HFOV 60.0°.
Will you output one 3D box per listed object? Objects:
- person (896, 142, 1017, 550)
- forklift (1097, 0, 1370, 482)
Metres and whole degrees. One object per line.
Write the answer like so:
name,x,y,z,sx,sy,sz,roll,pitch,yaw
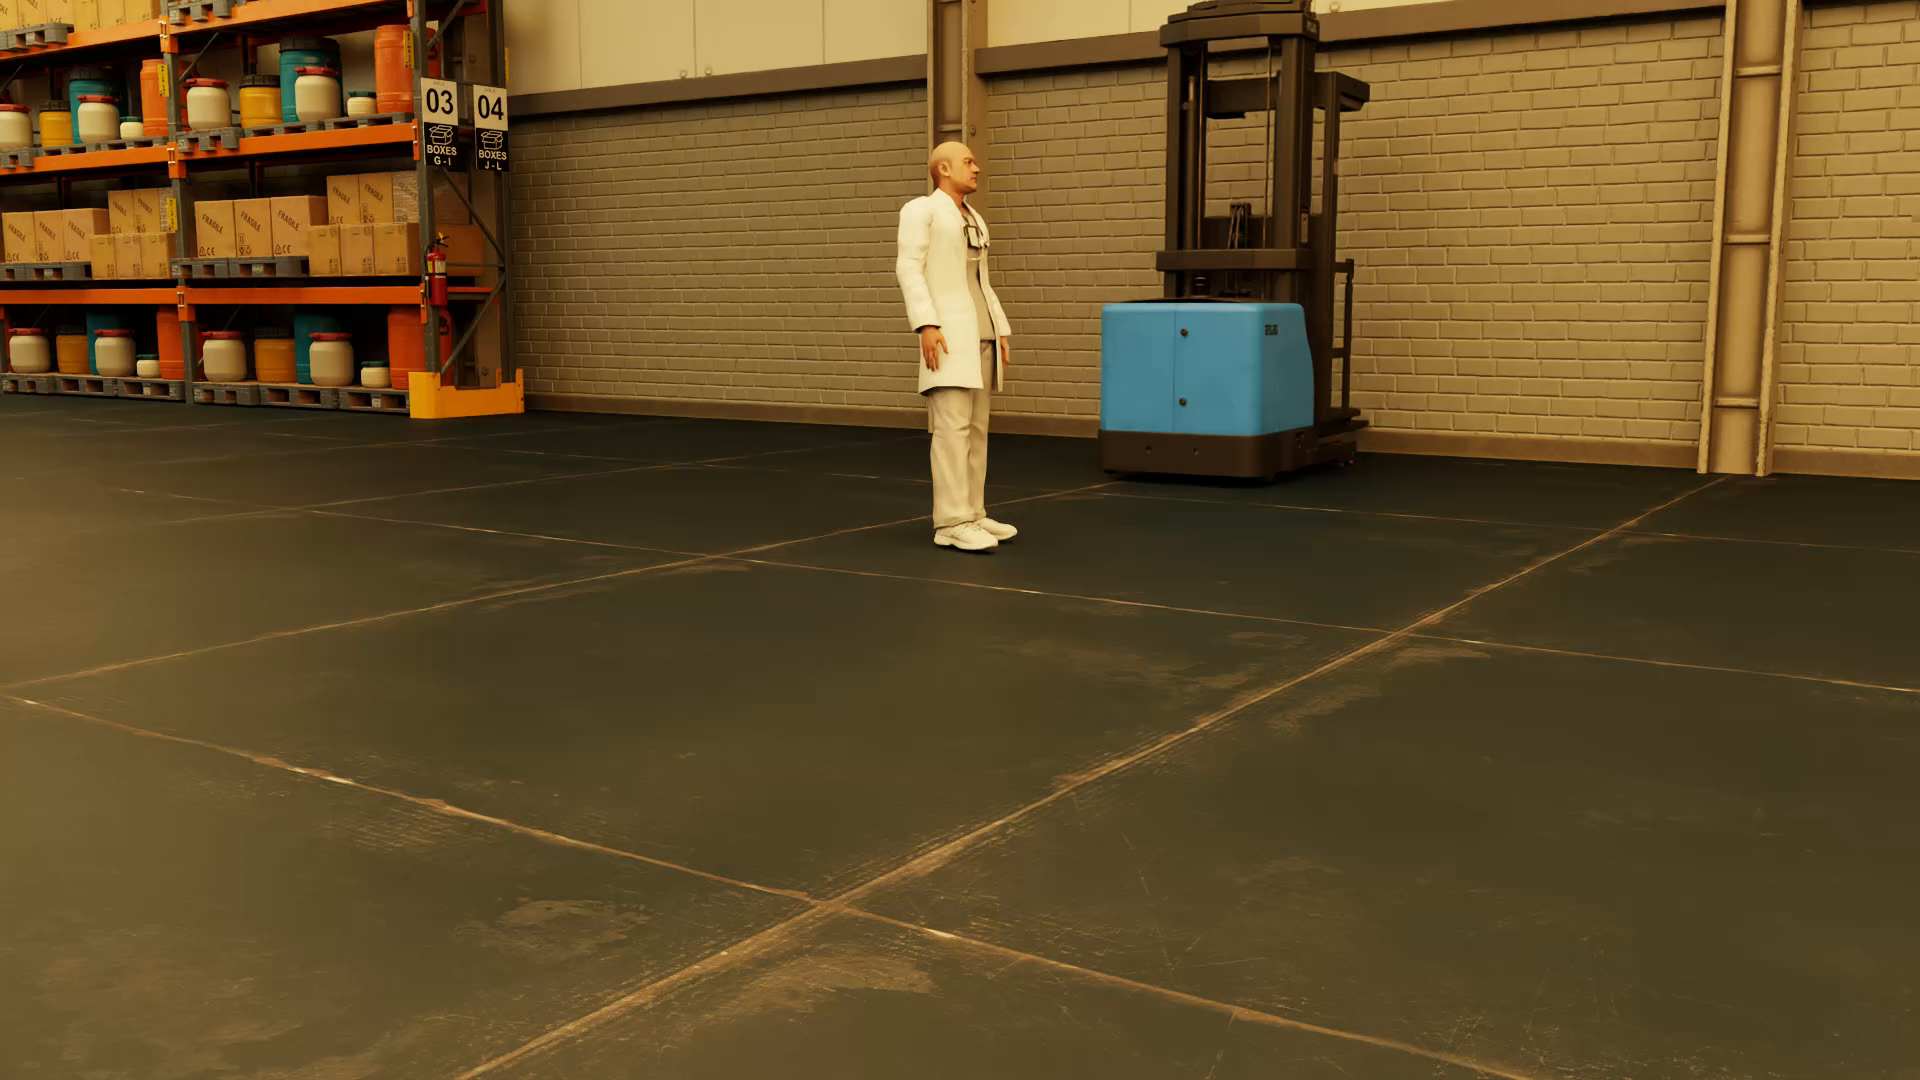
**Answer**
person,0.074,-0.879,7.424,0.578,1.777,0.696,5,10,34
forklift,2.010,-1.958,10.960,1.130,2.935,3.031,5,9,30
